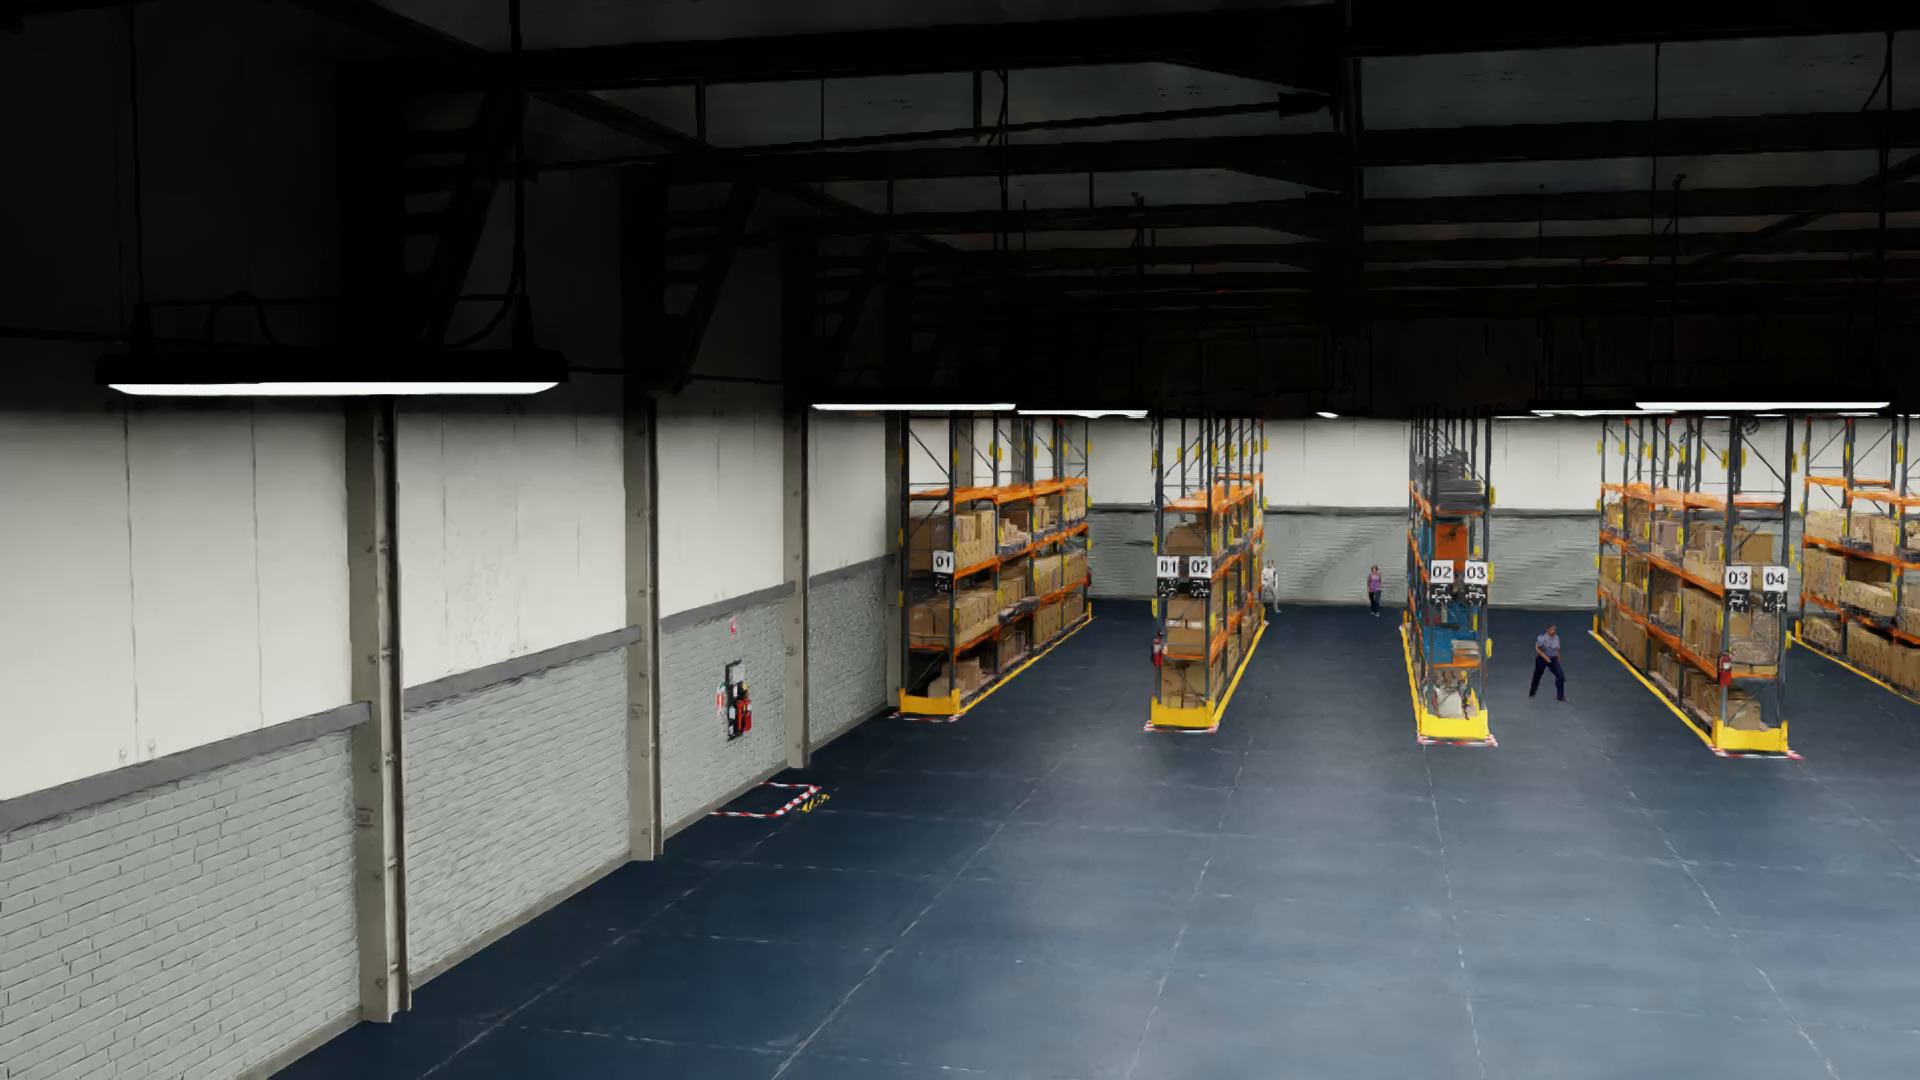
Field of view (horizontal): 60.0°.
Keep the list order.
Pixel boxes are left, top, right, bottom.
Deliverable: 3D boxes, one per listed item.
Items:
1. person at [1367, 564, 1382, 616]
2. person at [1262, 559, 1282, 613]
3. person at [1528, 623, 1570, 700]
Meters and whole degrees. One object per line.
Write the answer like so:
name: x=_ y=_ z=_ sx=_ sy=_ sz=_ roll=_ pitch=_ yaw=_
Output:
person: x=12.146 y=1.454 z=48.769 sx=0.417 sy=1.517 sz=1.036 roll=1 pitch=4 yaw=16
person: x=9.221 y=1.350 z=49.668 sx=0.639 sy=1.610 sz=0.807 roll=0 pitch=4 yaw=-3
person: x=12.096 y=2.488 z=34.177 sx=0.656 sy=1.556 sz=0.818 roll=0 pitch=4 yaw=-3
